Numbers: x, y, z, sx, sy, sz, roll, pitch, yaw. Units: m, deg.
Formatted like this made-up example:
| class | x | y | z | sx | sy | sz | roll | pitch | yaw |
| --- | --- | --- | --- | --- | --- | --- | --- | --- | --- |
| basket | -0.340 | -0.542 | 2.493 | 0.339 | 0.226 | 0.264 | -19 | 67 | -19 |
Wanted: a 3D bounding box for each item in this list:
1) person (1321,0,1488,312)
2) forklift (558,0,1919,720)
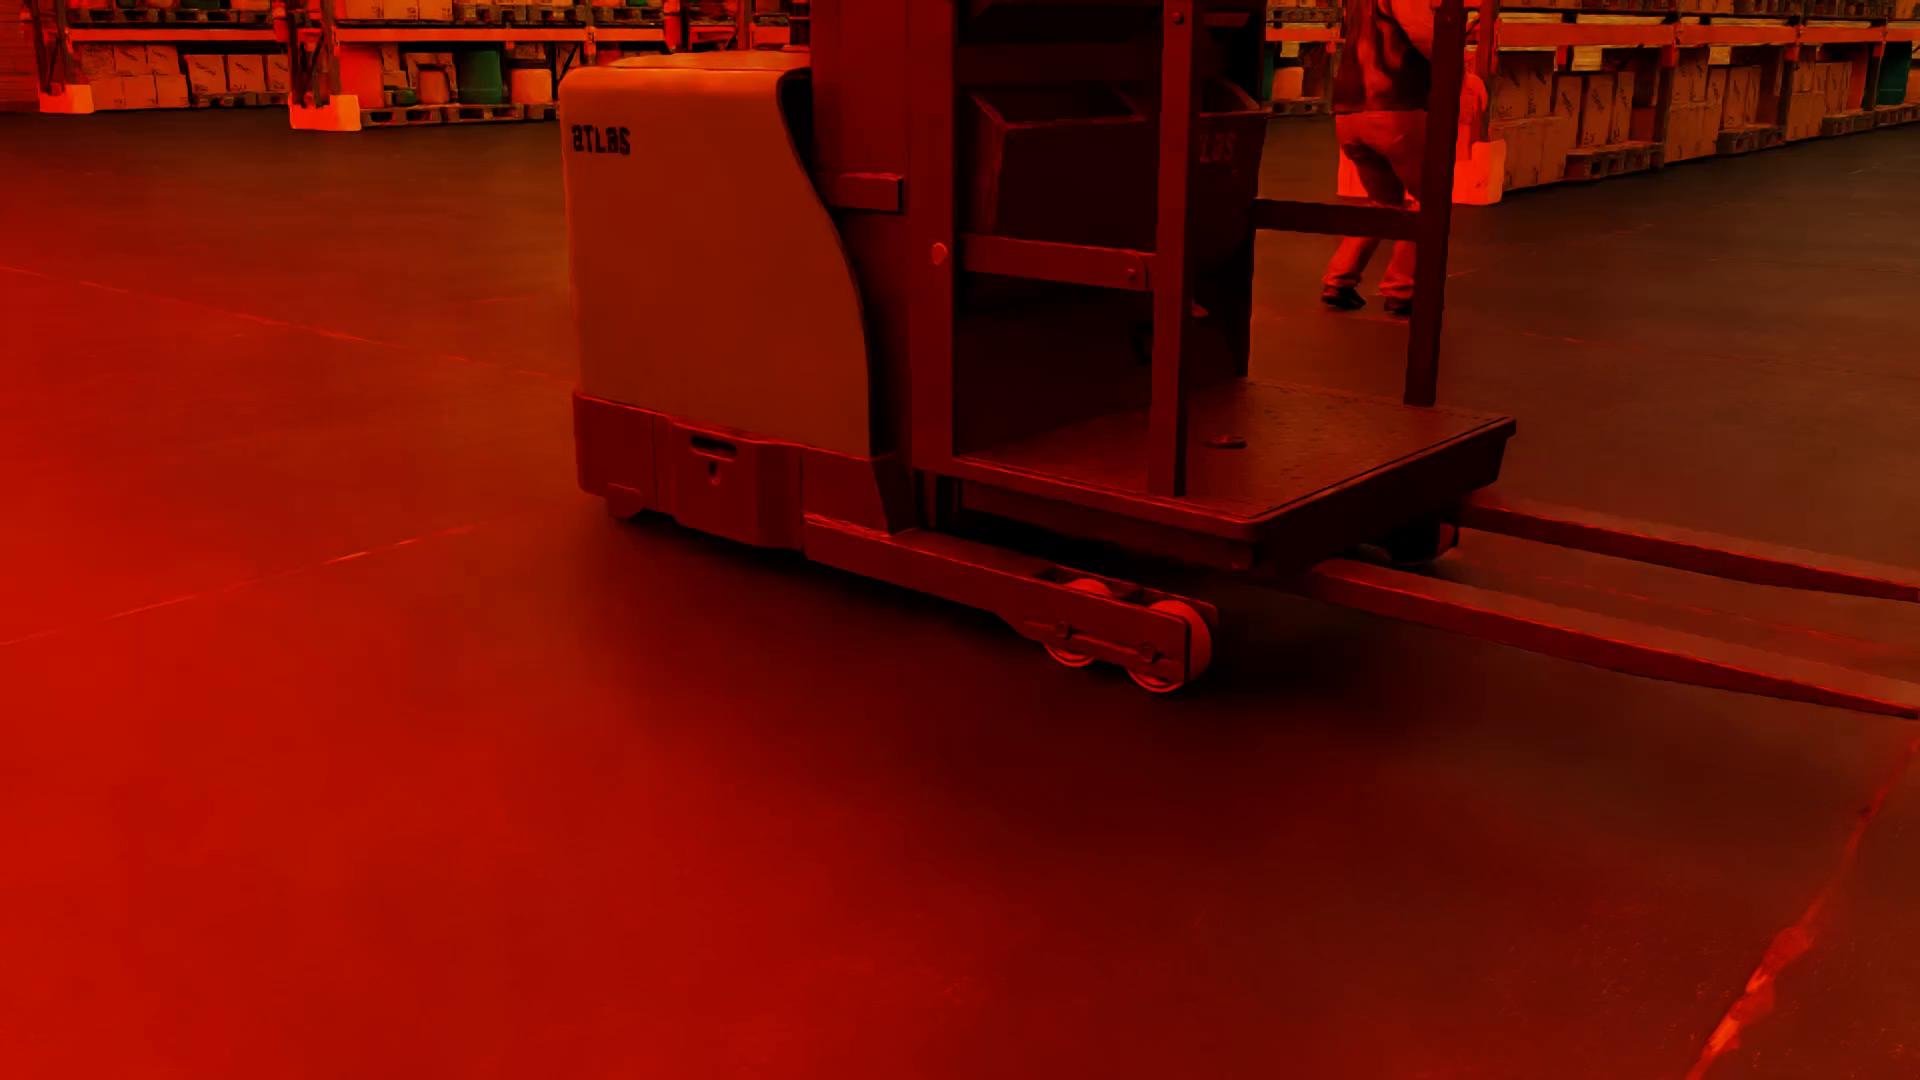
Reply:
| class | x | y | z | sx | sy | sz | roll | pitch | yaw |
| --- | --- | --- | --- | --- | --- | --- | --- | --- | --- |
| person | 1.887 | -1.772 | 6.989 | 0.694 | 1.660 | 0.770 | -6 | 18 | -19 |
| forklift | 0.492 | -1.297 | 3.169 | 3.031 | 2.935 | 1.130 | 14 | 22 | 39 |
